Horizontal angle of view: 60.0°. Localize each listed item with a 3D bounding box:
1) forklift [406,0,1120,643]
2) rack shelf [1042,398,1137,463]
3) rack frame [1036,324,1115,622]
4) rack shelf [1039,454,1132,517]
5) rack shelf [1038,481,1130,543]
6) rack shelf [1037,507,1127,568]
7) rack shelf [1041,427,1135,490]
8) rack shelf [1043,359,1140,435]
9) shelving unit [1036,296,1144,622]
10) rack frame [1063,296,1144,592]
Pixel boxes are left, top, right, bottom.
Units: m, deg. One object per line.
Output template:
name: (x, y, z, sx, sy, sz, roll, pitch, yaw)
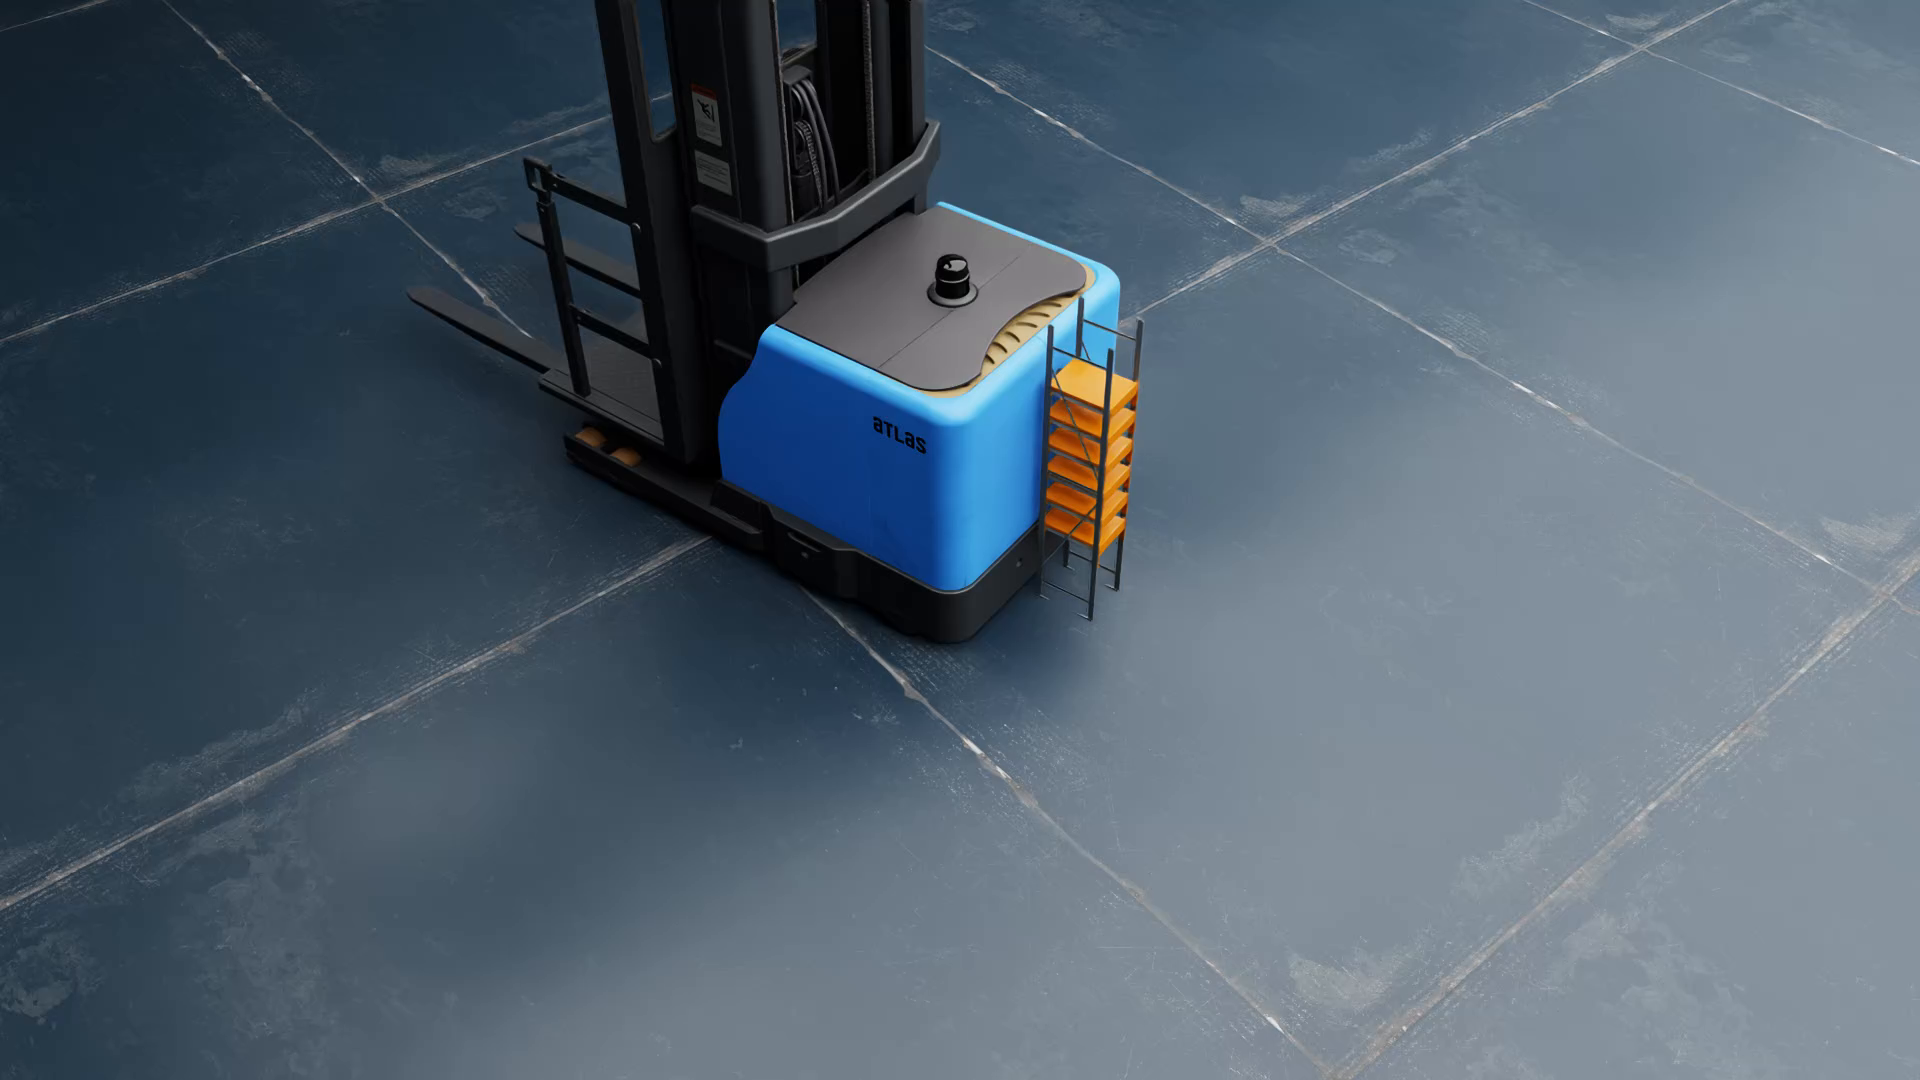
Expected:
forklift: (-0.927, -1.531, 5.739, 3.031, 2.935, 1.130, 26, 49, 25)
rack shelf: (0.428, -0.387, 5.500, 0.258, 0.103, 0.180, 25, 49, 25)
rack frame: (0.376, -0.193, 5.579, 0.240, 1.200, 0.006, 25, 49, 25)
rack shelf: (0.428, -0.212, 5.664, 0.258, 0.103, 0.180, 25, 49, 25)
rack shelf: (0.428, -0.125, 5.747, 0.258, 0.103, 0.180, 25, 49, 25)
rack shelf: (0.428, -0.037, 5.829, 0.258, 0.103, 0.180, 25, 49, 25)
rack shelf: (0.428, -0.300, 5.582, 0.258, 0.103, 0.180, 25, 49, 25)
rack shelf: (0.428, -0.475, 5.418, 0.258, 0.103, 0.180, 25, 49, 25)
shelving unit: (0.428, -0.245, 5.634, 0.258, 1.200, 0.189, 25, 49, 25)
rack frame: (0.480, -0.296, 5.689, 0.240, 1.200, 0.006, 25, 49, 25)
